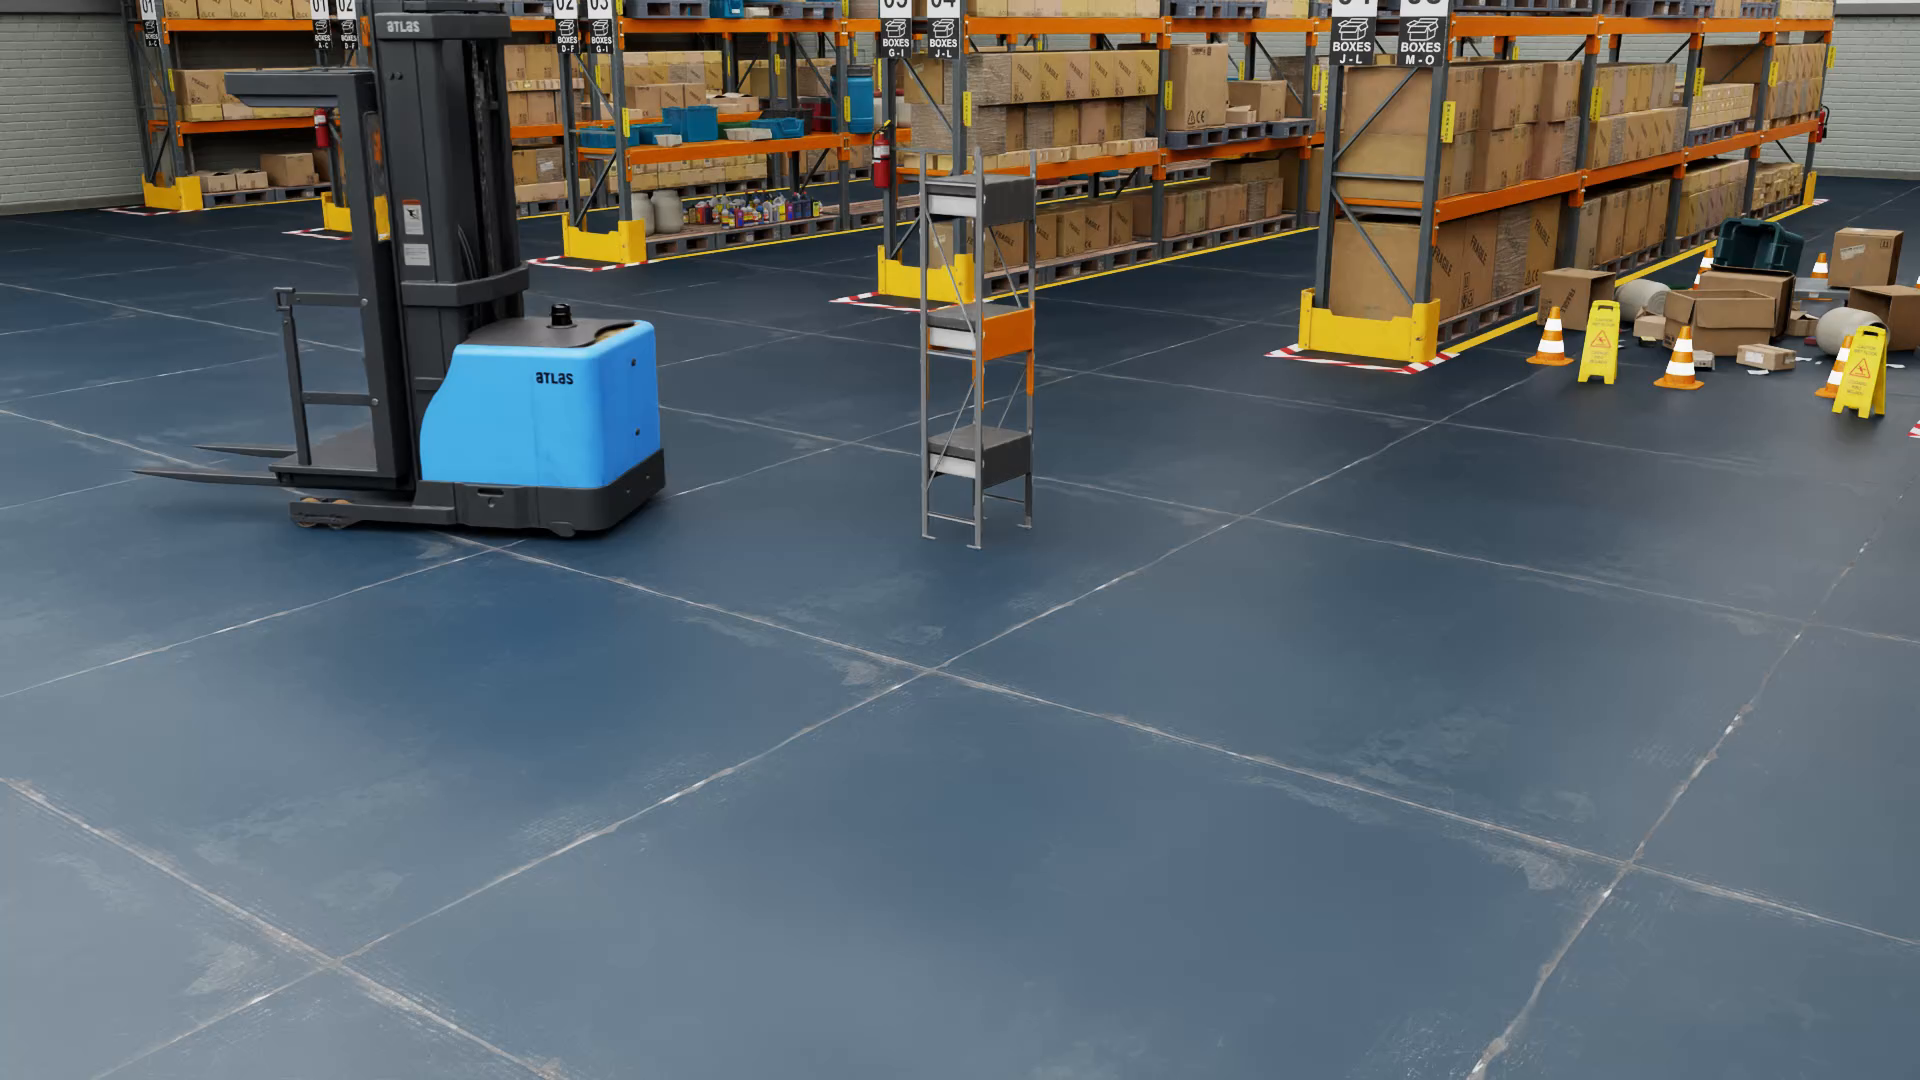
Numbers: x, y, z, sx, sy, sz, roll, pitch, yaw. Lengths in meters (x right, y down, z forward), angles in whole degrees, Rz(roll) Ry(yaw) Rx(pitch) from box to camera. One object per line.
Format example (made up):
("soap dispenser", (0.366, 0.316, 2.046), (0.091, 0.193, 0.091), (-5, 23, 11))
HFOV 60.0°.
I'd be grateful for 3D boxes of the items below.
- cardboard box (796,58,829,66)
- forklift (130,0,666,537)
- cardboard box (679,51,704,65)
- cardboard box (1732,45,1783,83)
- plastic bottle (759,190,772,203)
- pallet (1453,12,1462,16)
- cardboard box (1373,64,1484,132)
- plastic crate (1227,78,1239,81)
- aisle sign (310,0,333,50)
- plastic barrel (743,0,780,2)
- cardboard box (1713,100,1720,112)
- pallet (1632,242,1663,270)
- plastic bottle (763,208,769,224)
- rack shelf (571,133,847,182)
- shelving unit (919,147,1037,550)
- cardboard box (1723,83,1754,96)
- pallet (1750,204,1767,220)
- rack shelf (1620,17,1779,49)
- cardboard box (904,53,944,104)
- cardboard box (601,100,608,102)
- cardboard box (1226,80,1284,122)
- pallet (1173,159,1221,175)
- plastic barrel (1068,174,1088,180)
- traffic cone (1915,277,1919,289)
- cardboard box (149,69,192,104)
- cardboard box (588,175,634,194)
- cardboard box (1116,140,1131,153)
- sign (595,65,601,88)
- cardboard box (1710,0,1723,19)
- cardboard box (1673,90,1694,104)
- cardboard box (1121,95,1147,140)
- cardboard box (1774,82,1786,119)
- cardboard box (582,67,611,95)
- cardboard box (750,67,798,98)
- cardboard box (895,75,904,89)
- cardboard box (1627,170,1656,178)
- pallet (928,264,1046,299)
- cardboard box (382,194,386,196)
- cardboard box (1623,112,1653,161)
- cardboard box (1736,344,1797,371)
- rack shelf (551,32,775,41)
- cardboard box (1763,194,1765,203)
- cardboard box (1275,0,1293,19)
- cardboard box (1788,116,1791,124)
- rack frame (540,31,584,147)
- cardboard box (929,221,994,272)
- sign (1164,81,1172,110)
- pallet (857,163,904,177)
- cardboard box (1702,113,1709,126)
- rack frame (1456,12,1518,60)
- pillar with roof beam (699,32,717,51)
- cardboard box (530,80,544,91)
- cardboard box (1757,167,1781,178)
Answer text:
("cardboard box", (-3.489, -10.256, 36.706), (0.980, 0.700, 0.700), (12, 21, 34))
("forklift", (-3.348, -1.610, 9.487), (3.031, 2.935, 1.130), (3, 18, 10))
("cardboard box", (-5.537, -9.740, 33.581), (0.500, 0.250, 0.500), (13, 21, 36))
("cardboard box", (11.170, -6.664, 23.289), (0.500, 0.500, 0.500), (13, 22, 36))
("plastic bottle", (-2.660, -4.603, 22.734), (0.144, 0.351, 0.185), (12, 21, 35))
("pallet", (7.279, -8.416, 26.378), (1.003, 0.211, 1.213), (12, 21, 35))
("cardboard box", (4.062, -3.890, 14.639), (0.875, 0.550, 0.550), (12, 21, 35))
("plastic crate", (5.139, -8.593, 31.698), (0.616, 0.435, 0.499), (12, 21, 35))
("aisle sign", (-8.596, -7.004, 22.356), (0.394, 0.787, 0.004), (12, 21, 35))
("plastic barrel", (-2.641, -7.457, 21.587), (0.600, 0.901, 0.708), (12, 21, 35))
("cardboard box", (9.538, -5.589, 21.397), (0.380, 0.149, 0.250), (12, 21, 34))
("pallet", (7.792, -3.473, 20.072), (1.003, 0.211, 1.213), (12, 21, 35))
("plastic bottle", (-2.569, -4.278, 21.939), (0.097, 0.201, 0.097), (0, 17, 0))
("rack shelf", (-3.153, -4.983, 21.444), (1.077, 0.370, 4.000), (12, 21, 35))
("shelving unit", (0.099, -1.042, 9.059), (0.431, 2.100, 0.503), (12, 21, 35))
("cardboard box", (10.623, -6.167, 22.756), (0.380, 0.149, 0.250), (14, 22, 37))
("pallet", (11.078, -4.767, 24.237), (1.003, 0.211, 1.213), (12, 21, 35))
("rack shelf", (9.514, -6.545, 21.416), (1.077, 0.370, 4.000), (12, 21, 35))
("cardboard box", (-0.238, -4.817, 17.340), (0.500, 0.500, 0.500), (12, 21, 35))
("cardboard box", (-5.561, -6.856, 26.491), (0.396, 0.266, 0.258), (12, 21, 33))
("cardboard box", (3.857, -5.842, 22.121), (0.500, 0.500, 0.700), (-16, 24, -42))
("pallet", (4.666, -7.139, 31.878), (1.003, 0.211, 1.213), (12, 21, 35))
("plastic barrel", (2.045, -6.611, 28.305), (0.600, 0.901, 0.708), (12, 21, 35))
("traffic cone", (9.589, -2.507, 16.538), (0.336, 0.463, 0.334), (12, 21, 35))
("cardboard box", (-12.191, -7.046, 25.831), (0.500, 0.500, 0.500), (12, 21, 34))
("cardboard box", (-5.498, -5.618, 26.206), (0.500, 0.250, 0.500), (12, 21, 33))
("cardboard box", (1.770, -4.597, 19.414), (0.380, 0.149, 0.250), (12, 21, 35))
("sign", (-5.491, -7.032, 25.238), (0.100, 0.325, 0.005), (12, 21, 35))
("cardboard box", (8.876, -6.549, 20.048), (0.500, 0.500, 0.500), (12, 21, 35))
("cardboard box", (8.756, -5.421, 20.355), (0.380, 0.149, 0.250), (12, 21, 35))
("cardboard box", (1.698, -5.021, 19.684), (0.875, 0.500, 0.500), (12, 21, 35))
("cardboard box", (11.492, -6.315, 23.850), (0.500, 0.500, 0.500), (12, 21, 35))
("cardboard box", (-7.040, -8.776, 31.741), (0.500, 0.500, 0.500), (13, 22, 36))
("cardboard box", (-3.270, -8.050, 29.230), (0.700, 0.500, 0.500), (5, 18, 16))
("cardboard box", (-1.079, -8.796, 32.343), (0.500, 0.500, 0.500), (13, 21, 36))
("cardboard box", (8.519, -4.554, 21.092), (0.500, 0.250, 0.500), (12, 21, 33))
("pallet", (0.190, -2.848, 18.060), (1.003, 0.211, 1.213), (12, 21, 35))
("cardboard box", (-7.823, -4.702, 23.255), (0.500, 0.250, 0.500), (12, 21, 35))
("cardboard box", (7.371, -4.512, 18.547), (0.500, 0.500, 0.500), (13, 21, 36))
("cardboard box", (6.750, -1.531, 13.923), (0.250, 0.149, 0.380), (-7, 19, -22))
("rack shelf", (-4.746, -8.244, 26.888), (1.077, 0.370, 4.000), (12, 21, 35))
("cardboard box", (11.689, -5.072, 24.619), (0.380, 0.149, 0.250), (11, 21, 32))
("cardboard box", (4.028, -6.964, 21.806), (0.500, 0.250, 0.500), (12, 21, 34))
("cardboard box", (12.284, -6.346, 25.045), (0.380, 0.149, 0.250), (11, 21, 32))
("rack frame", (-7.535, -8.506, 31.576), (1.000, 3.000, 0.127), (12, 21, 35))
("cardboard box", (0.018, -3.127, 17.763), (0.500, 0.500, 0.500), (-15, 23, -40))
("sign", (2.456, -5.247, 19.621), (0.100, 0.325, 0.005), (12, 21, 35))
("pallet", (-1.625, -7.052, 31.597), (1.003, 0.211, 1.213), (12, 21, 35))
("cardboard box", (9.231, -5.324, 21.045), (0.380, 0.149, 0.250), (14, 22, 37))
("rack frame", (9.166, -7.785, 29.256), (1.000, 3.000, 0.127), (12, 21, 35))
("pillar with roof beam", (-1.972, -11.882, 32.334), (9.100, 9.000, 0.400), (12, 21, 35))
("cardboard box", (-6.386, -6.750, 24.658), (0.380, 0.149, 0.250), (12, 21, 35))
("cardboard box", (12.162, -5.536, 25.108), (0.380, 0.149, 0.250), (12, 21, 33))
